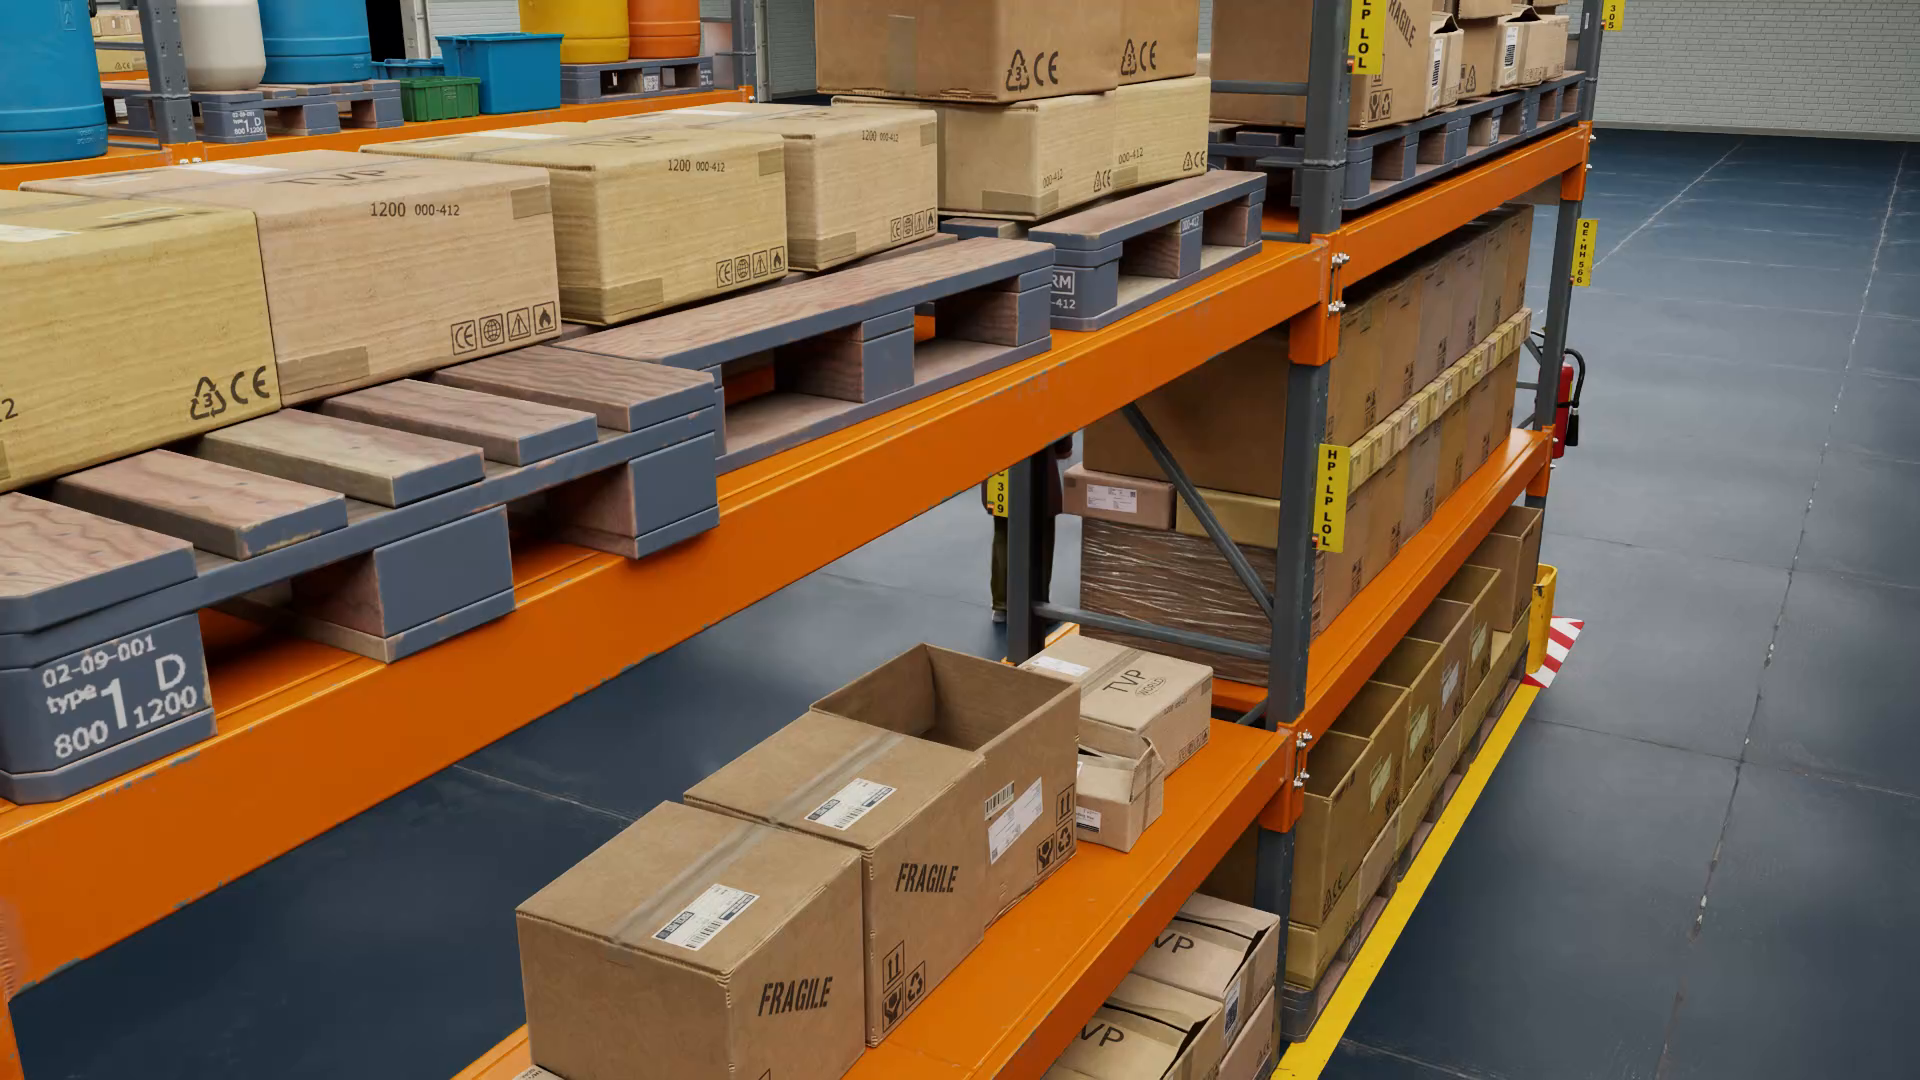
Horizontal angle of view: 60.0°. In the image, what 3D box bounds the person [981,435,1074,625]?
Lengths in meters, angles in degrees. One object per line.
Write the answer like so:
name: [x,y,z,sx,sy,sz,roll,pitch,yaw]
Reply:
person: [0.378,-0.403,9.258,0.526,1.776,0.553,11,22,28]
